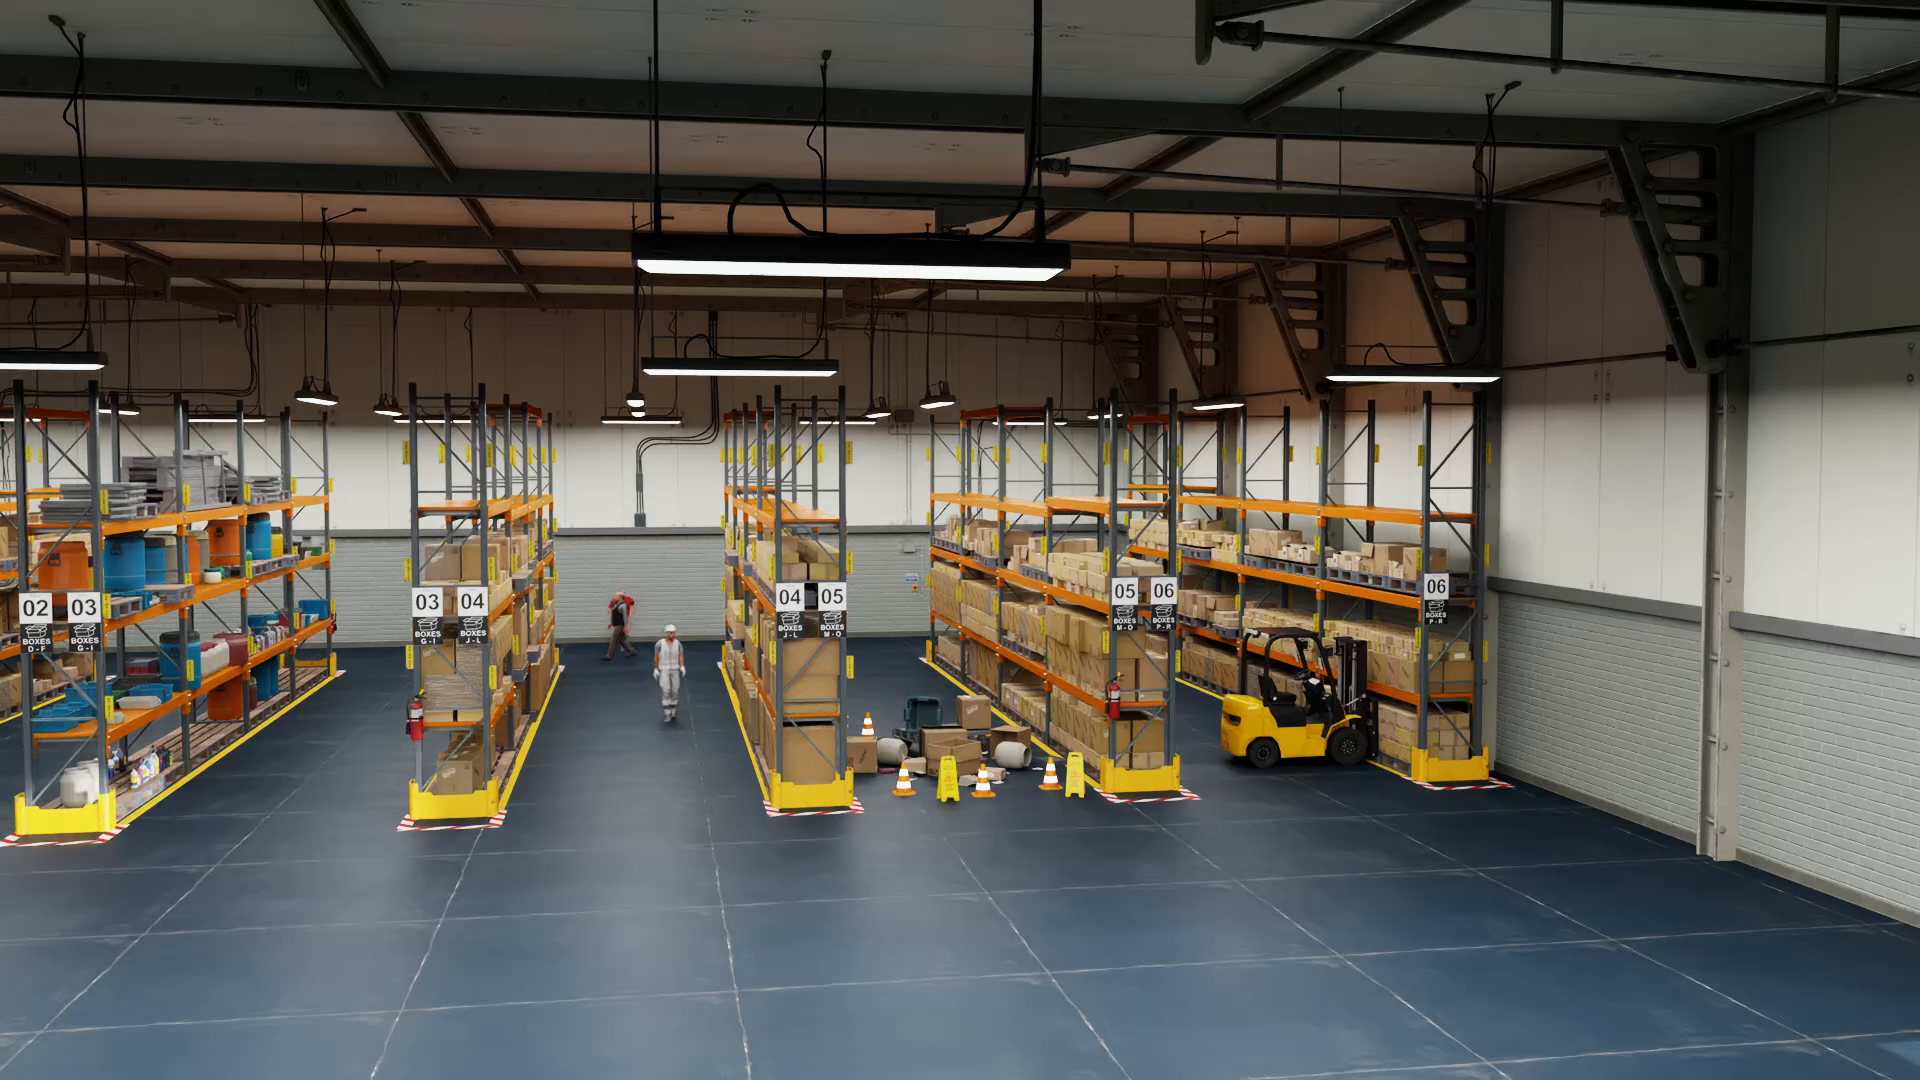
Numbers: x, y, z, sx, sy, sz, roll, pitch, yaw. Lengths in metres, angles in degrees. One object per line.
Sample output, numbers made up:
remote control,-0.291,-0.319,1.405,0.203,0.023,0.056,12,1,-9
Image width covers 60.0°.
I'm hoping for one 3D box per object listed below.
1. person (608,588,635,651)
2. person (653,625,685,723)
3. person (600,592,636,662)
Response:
person,-8.631,2.038,42.454,0.629,1.638,0.721,0,3,-2
person,-5.470,2.522,31.509,0.563,1.805,0.668,-1,3,-26
person,-8.339,2.101,40.524,0.966,1.689,0.558,-2,3,-30
